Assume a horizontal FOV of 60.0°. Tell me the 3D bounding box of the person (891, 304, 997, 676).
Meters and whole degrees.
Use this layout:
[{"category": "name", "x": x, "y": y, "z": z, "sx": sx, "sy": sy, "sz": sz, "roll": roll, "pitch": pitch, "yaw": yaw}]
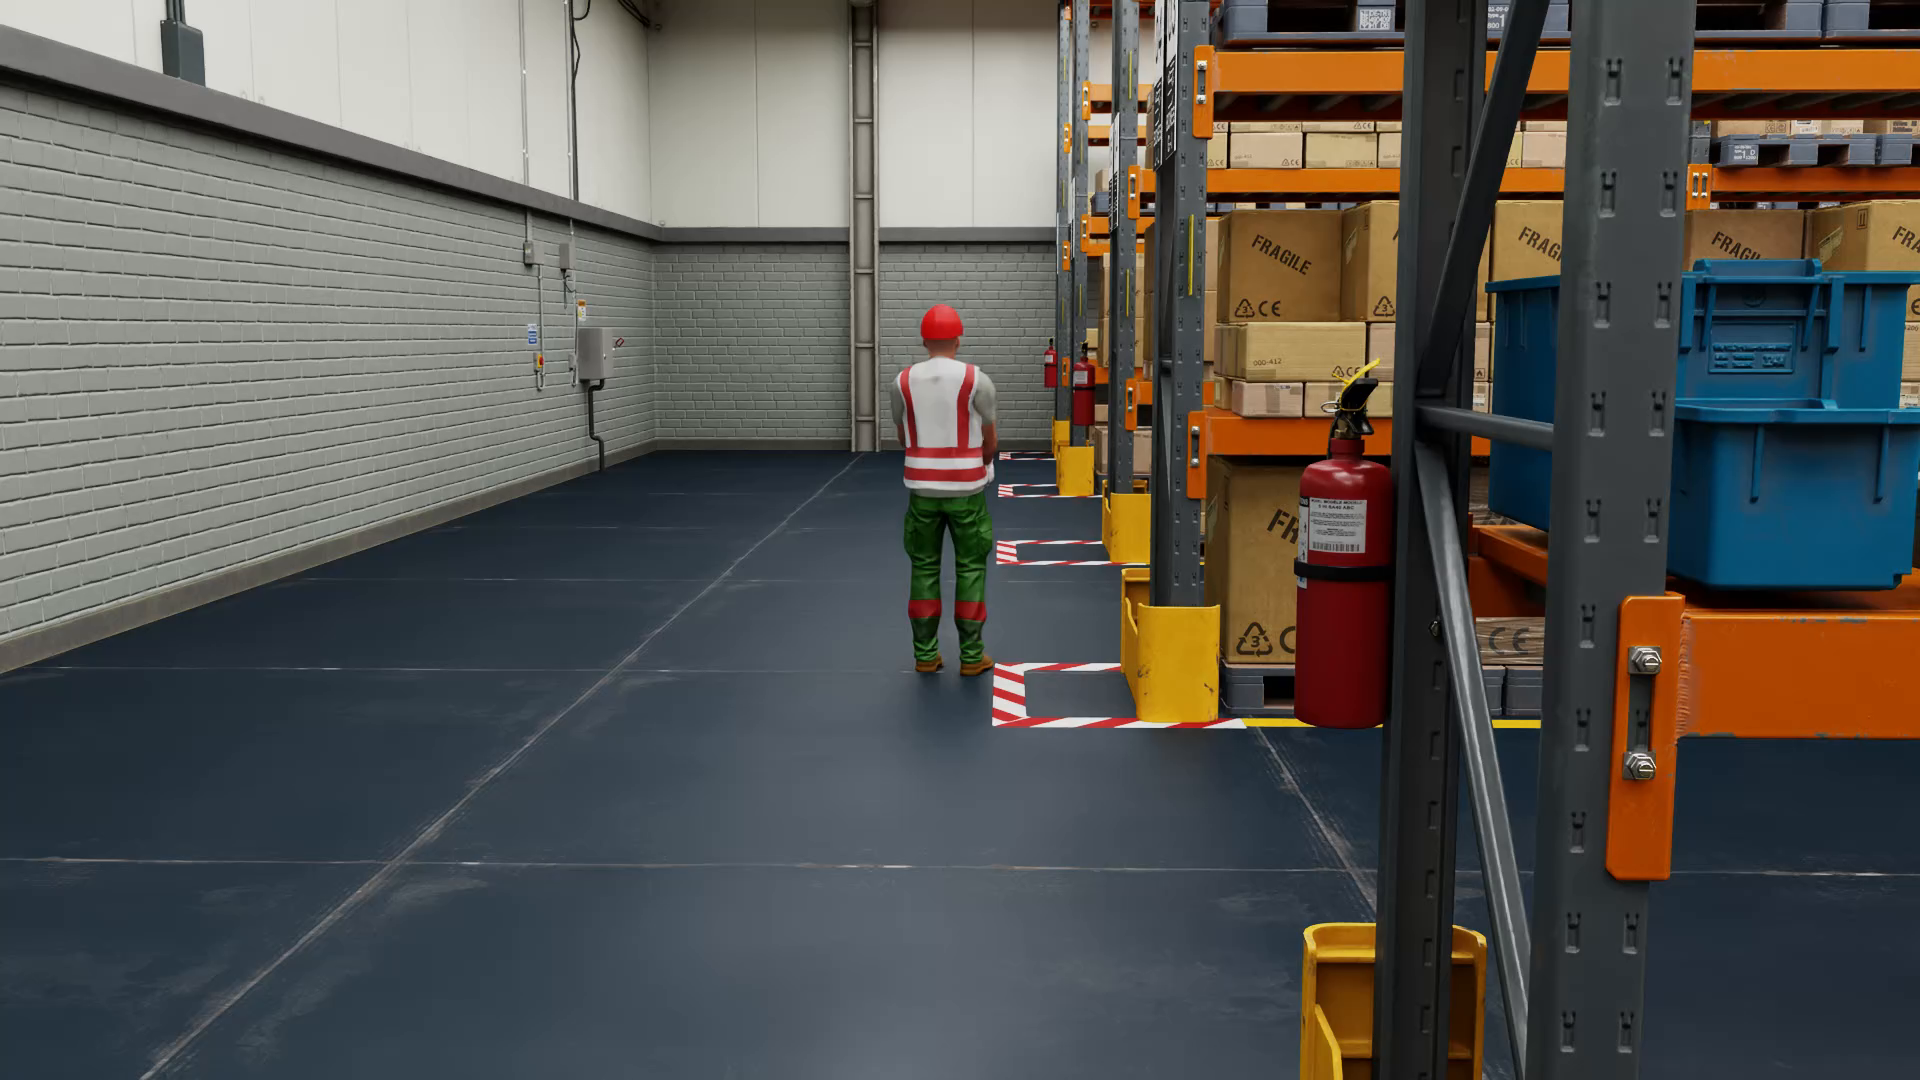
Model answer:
[{"category": "person", "x": -0.055, "y": -0.252, "z": 8.169, "sx": 0.519, "sy": 1.793, "sz": 0.547, "roll": 2, "pitch": 7, "yaw": 12}]
